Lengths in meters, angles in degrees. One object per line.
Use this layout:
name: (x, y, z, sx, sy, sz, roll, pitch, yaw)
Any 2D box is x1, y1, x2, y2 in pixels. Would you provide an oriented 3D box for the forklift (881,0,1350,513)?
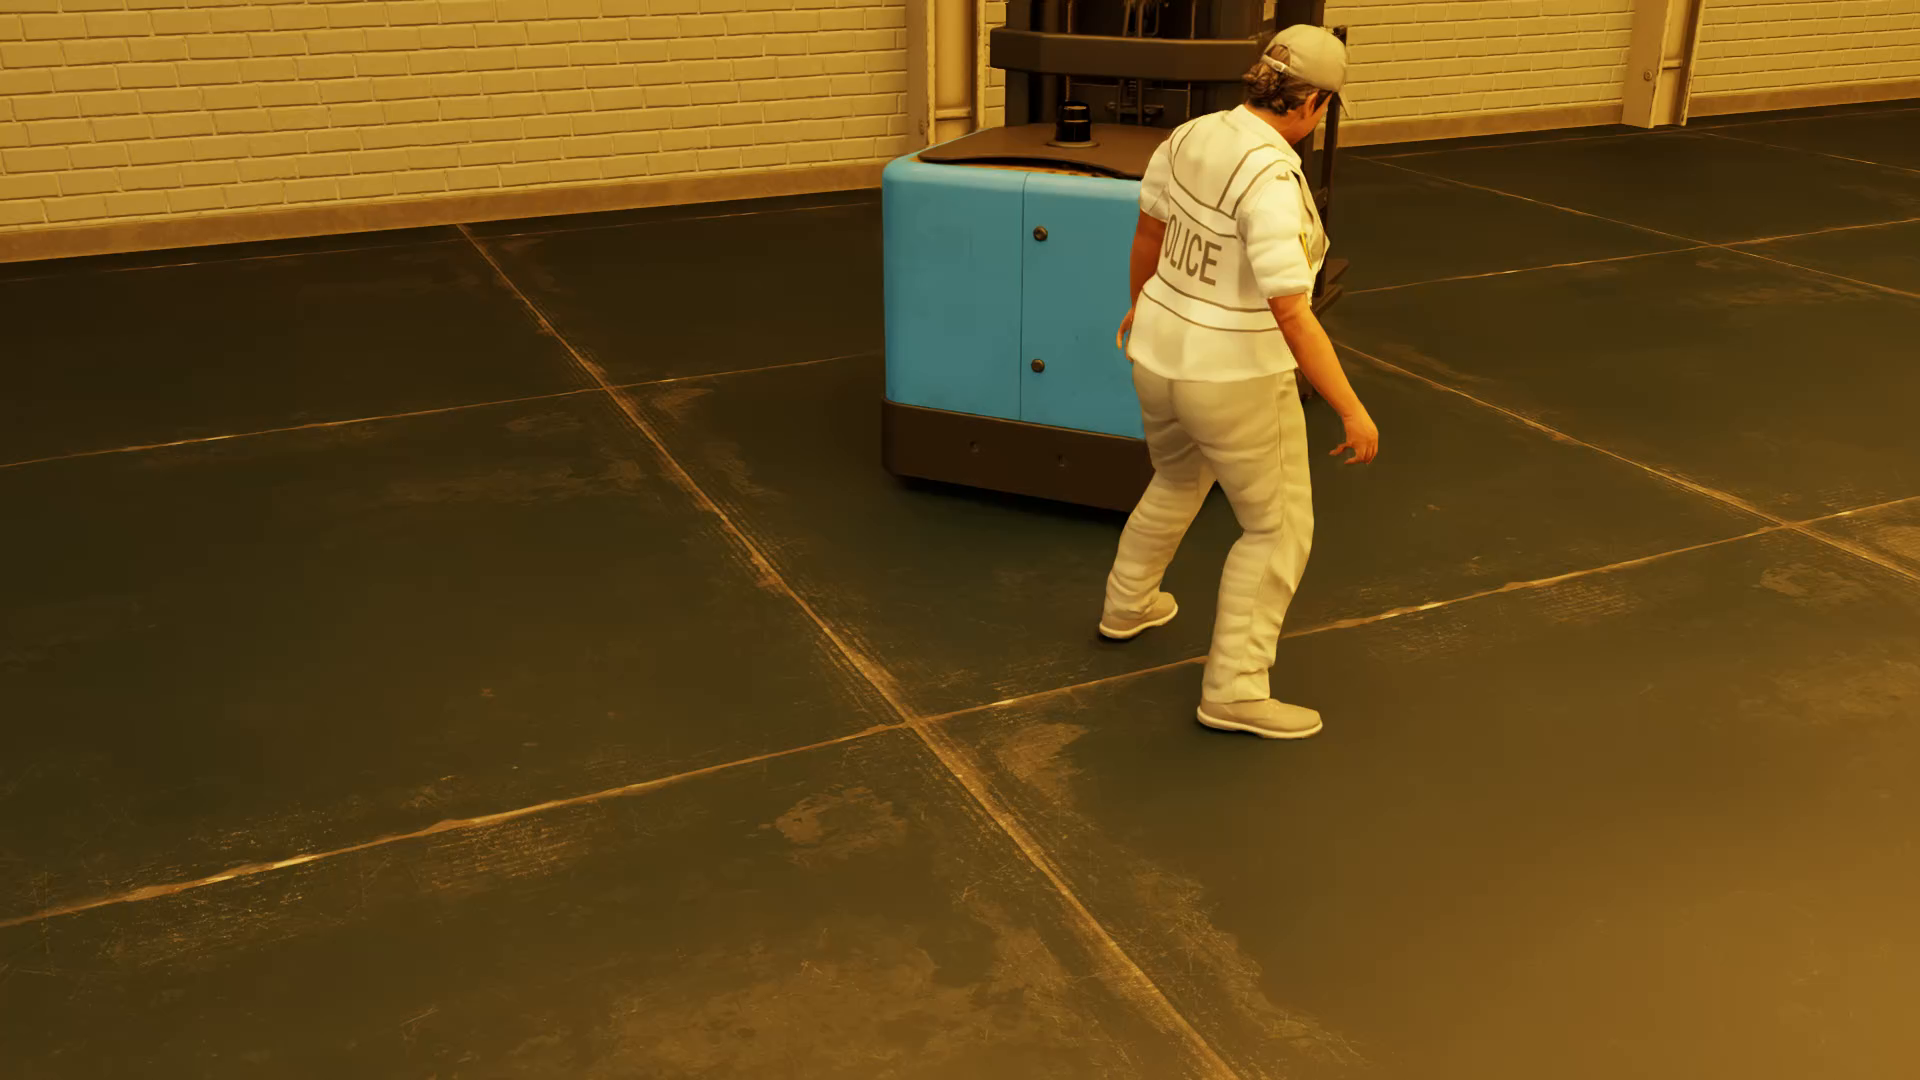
forklift: (0.828, -1.957, 5.996, 1.130, 2.935, 3.031, 10, 25, 23)

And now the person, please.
person: (0.644, -0.393, 3.966, 0.452, 1.618, 0.868, -9, 24, -20)
